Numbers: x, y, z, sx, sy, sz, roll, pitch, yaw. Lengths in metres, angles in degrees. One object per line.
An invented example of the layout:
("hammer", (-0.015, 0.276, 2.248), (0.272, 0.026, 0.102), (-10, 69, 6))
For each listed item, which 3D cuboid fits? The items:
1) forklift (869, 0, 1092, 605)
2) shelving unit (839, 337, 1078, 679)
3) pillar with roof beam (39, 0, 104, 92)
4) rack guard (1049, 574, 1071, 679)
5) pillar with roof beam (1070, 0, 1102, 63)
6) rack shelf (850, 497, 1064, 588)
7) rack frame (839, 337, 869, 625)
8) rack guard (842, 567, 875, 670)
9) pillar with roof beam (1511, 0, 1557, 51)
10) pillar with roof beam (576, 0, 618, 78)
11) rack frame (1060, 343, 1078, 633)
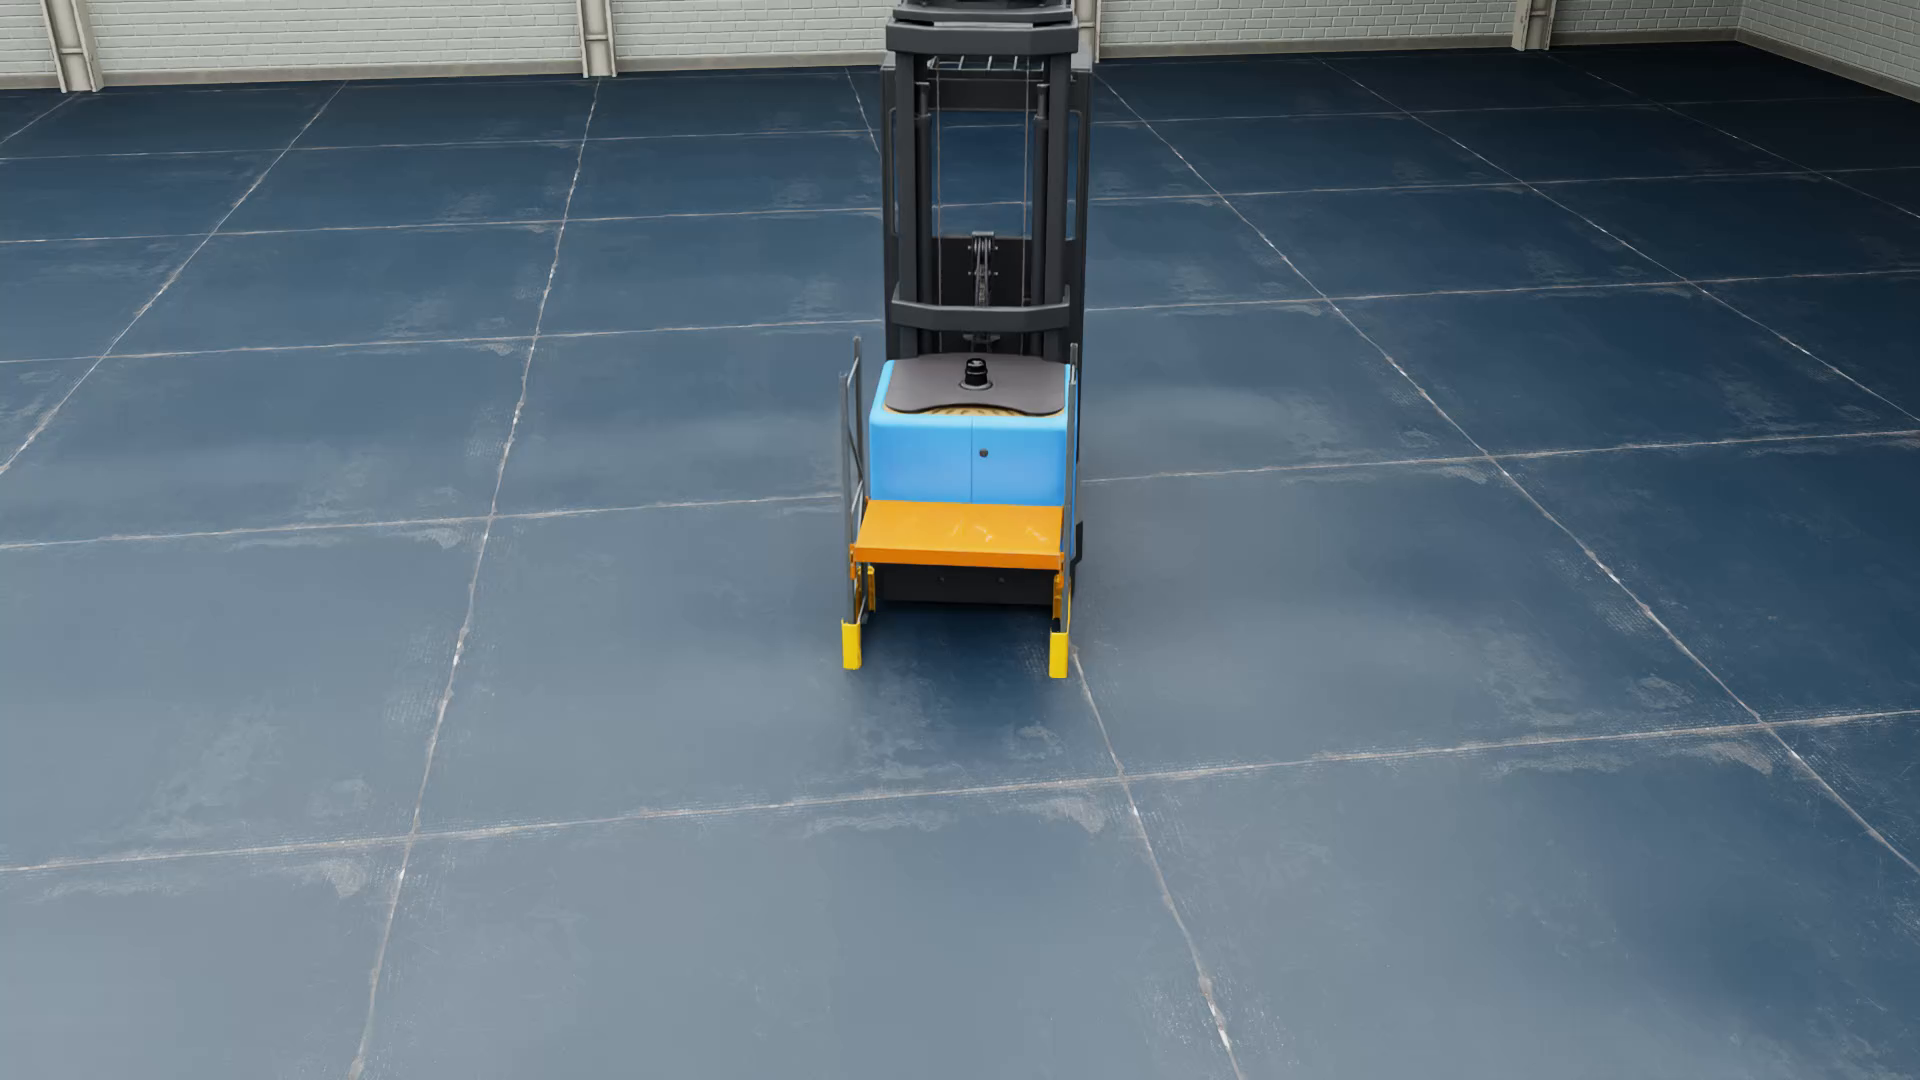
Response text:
("forklift", (0.148, -1.610, 9.178), (1.130, 2.935, 3.031), (2, 27, 3))
("shelving unit", (-0.004, -0.155, 7.905), (1.083, 1.500, 0.587), (2, 28, 4))
("pillar with roof beam", (-9.741, -7.376, 13.769), (0.400, 9.000, 9.100), (-4, 27, -7))
("rack guard", (0.493, 0.419, 8.157), (0.087, 0.250, 0.587), (2, 28, 4))
("pillar with roof beam", (2.142, -8.140, 15.256), (0.400, 9.000, 9.100), (-4, 27, -7))
("rack shelf", (0.005, 0.005, 7.988), (1.000, 0.185, 0.538), (2, 28, 4))
("rack frame", (-0.501, -0.174, 7.942), (0.032, 1.500, 0.500), (2, 28, 4))
("rack guard", (-0.500, 0.381, 8.231), (0.087, 0.250, 0.587), (2, 28, 4))
("pillar with roof beam", (8.084, -8.521, 16.000), (0.400, 9.000, 9.100), (-4, 27, -7))
("pillar with roof beam", (-3.799, -7.758, 14.512), (0.400, 9.000, 9.100), (-4, 27, -7))
("rack frame", (0.512, -0.135, 7.867), (0.032, 1.500, 0.500), (2, 28, 4))
